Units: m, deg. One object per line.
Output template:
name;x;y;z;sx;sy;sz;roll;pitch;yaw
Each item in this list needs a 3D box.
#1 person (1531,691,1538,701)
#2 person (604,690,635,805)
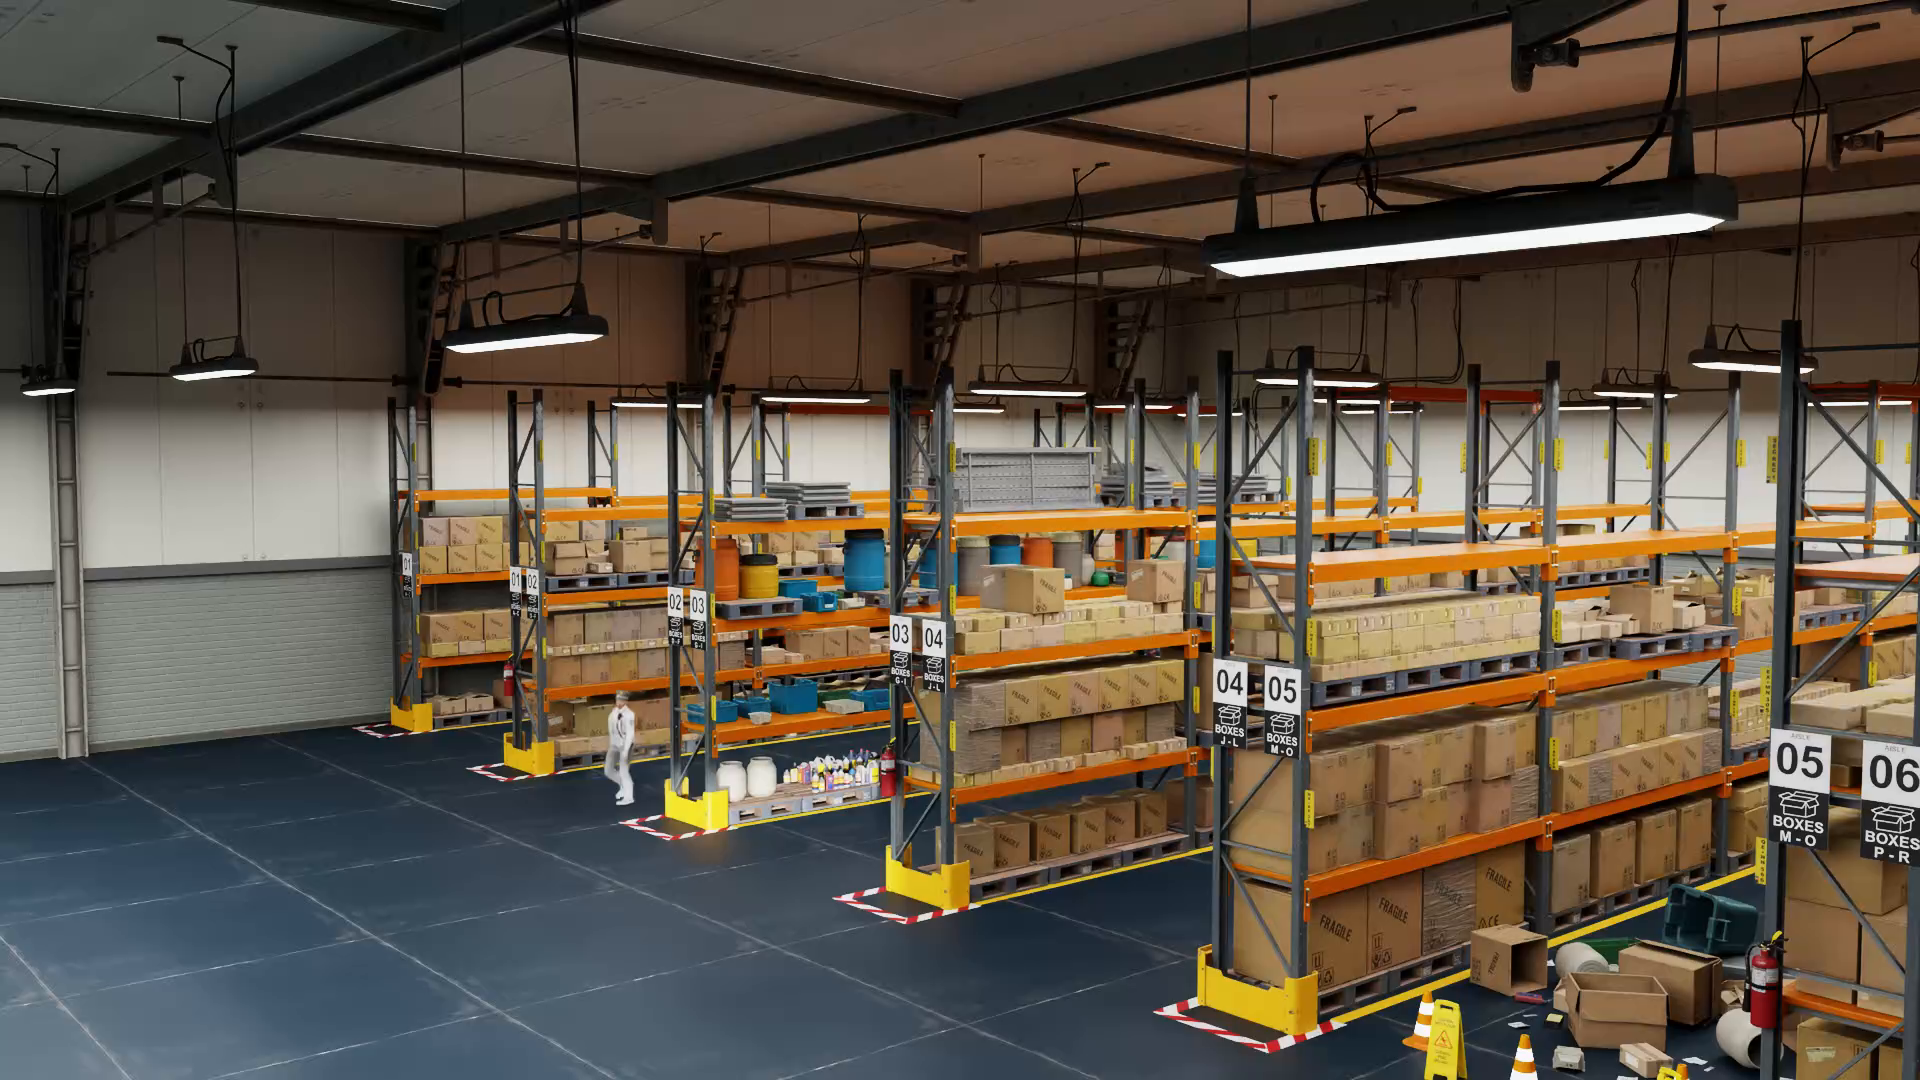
person;8.441;2.968;24.396;0.509;1.559;0.590;-2;4;-29
person;-4.778;2.938;23.627;0.558;1.650;0.462;3;4;38
